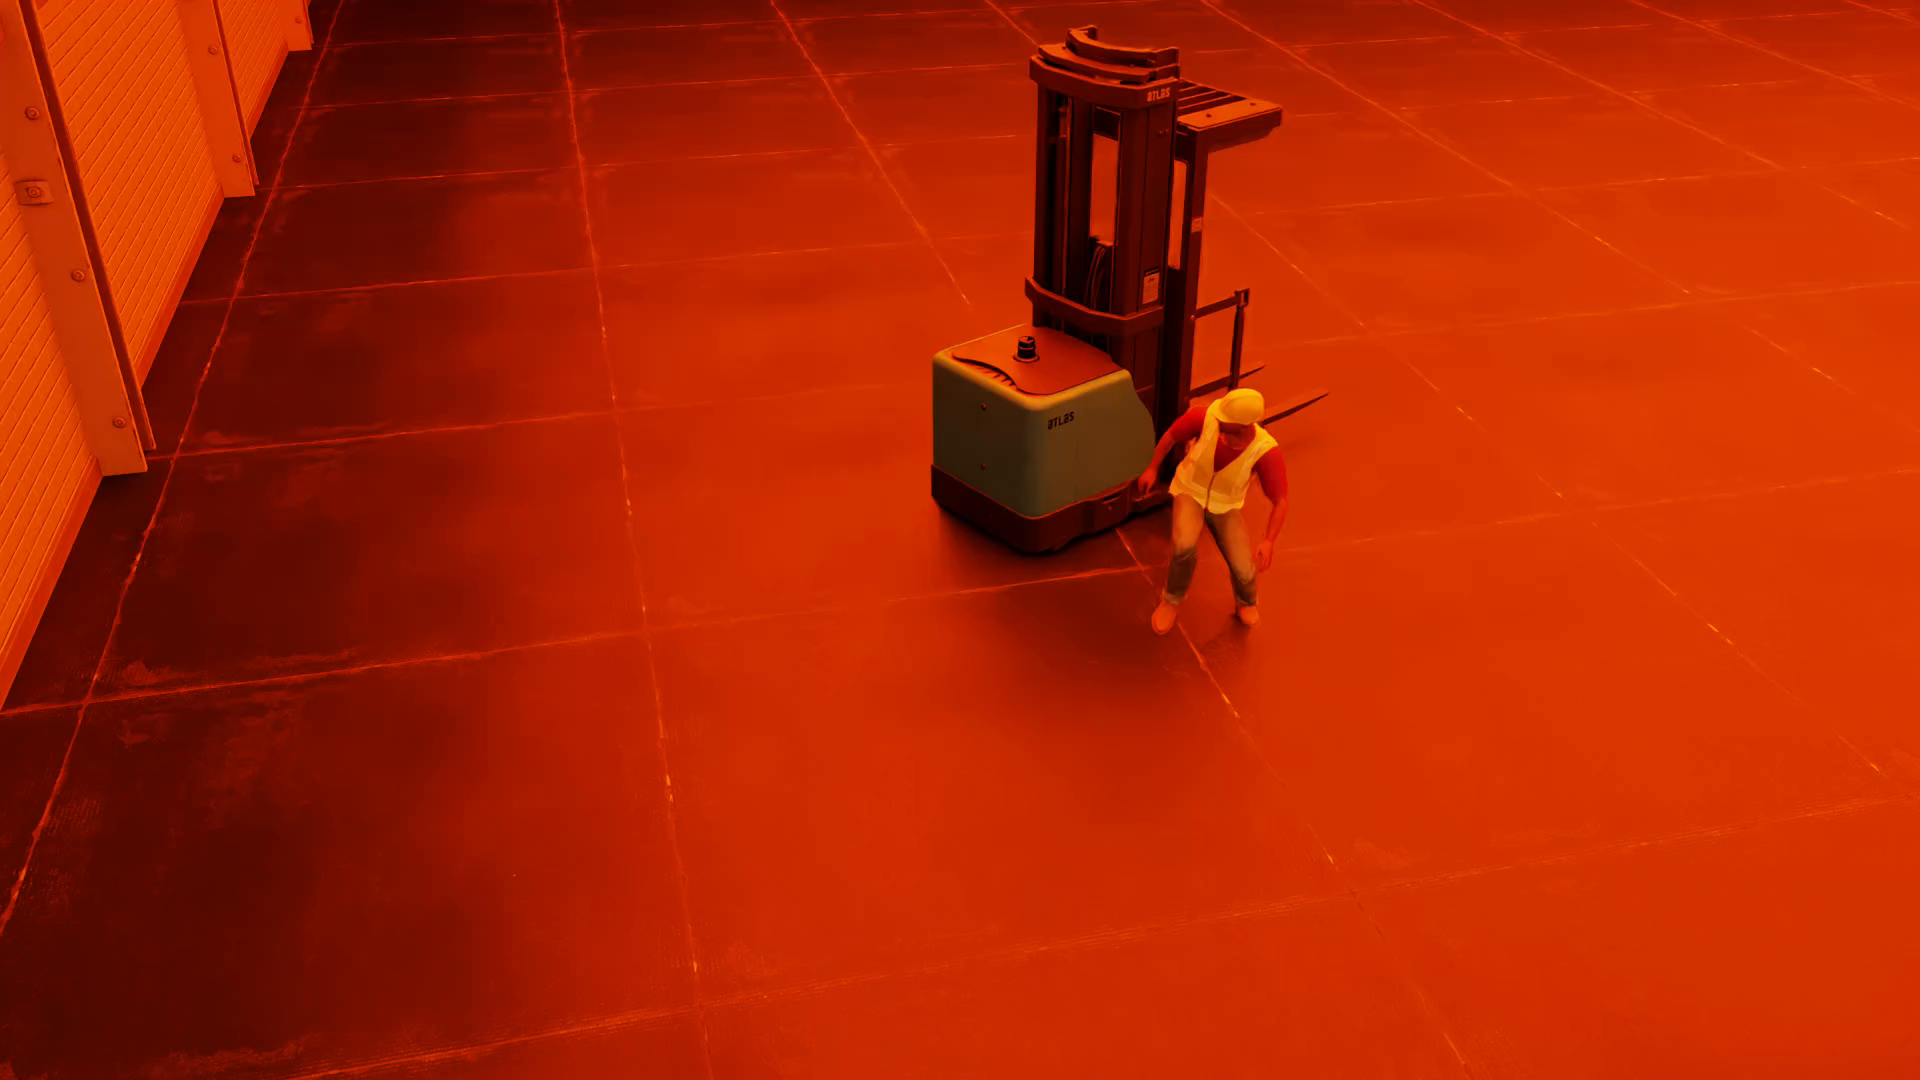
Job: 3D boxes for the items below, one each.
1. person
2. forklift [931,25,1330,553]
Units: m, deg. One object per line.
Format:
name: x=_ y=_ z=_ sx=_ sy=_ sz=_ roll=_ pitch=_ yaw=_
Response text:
person: x=1.408 y=-0.169 z=9.315 sx=0.832 sy=1.527 sz=0.705 roll=3 pitch=30 yaw=6
forklift: x=1.271 y=-1.790 z=10.667 sx=3.031 sy=2.935 sz=1.130 roll=-22 pitch=37 yaw=-33
